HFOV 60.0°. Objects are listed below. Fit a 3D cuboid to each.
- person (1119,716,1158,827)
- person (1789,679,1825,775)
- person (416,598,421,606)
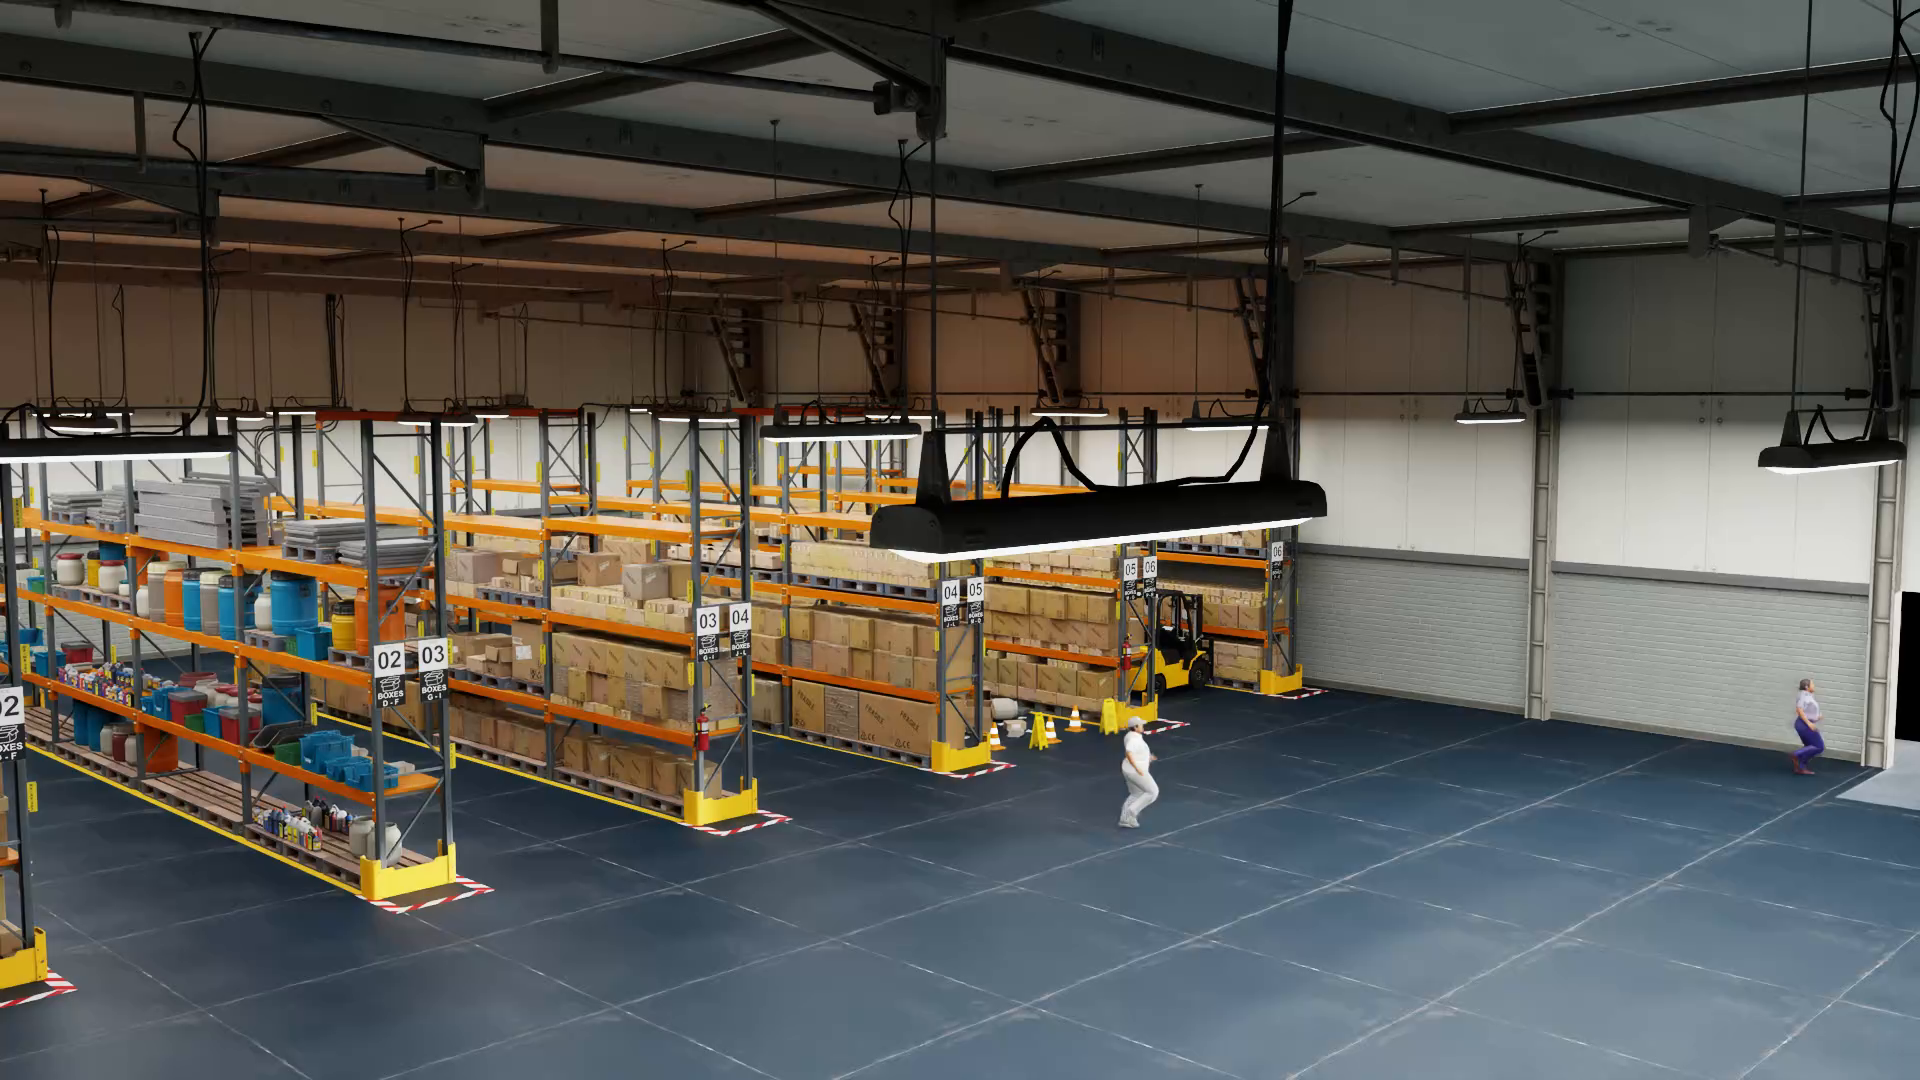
[{"bbox_3d":[2.607,3.371,24.194,0.574,1.626,0.593,-1,5,-12],"label":"person"},{"bbox_3d":[14.053,3.097,27.577,0.547,1.603,0.607,2,5,17],"label":"person"},{"bbox_3d":[-12.132,2.155,37.428,0.707,1.796,0.693,-4,6,-36],"label":"person"}]
